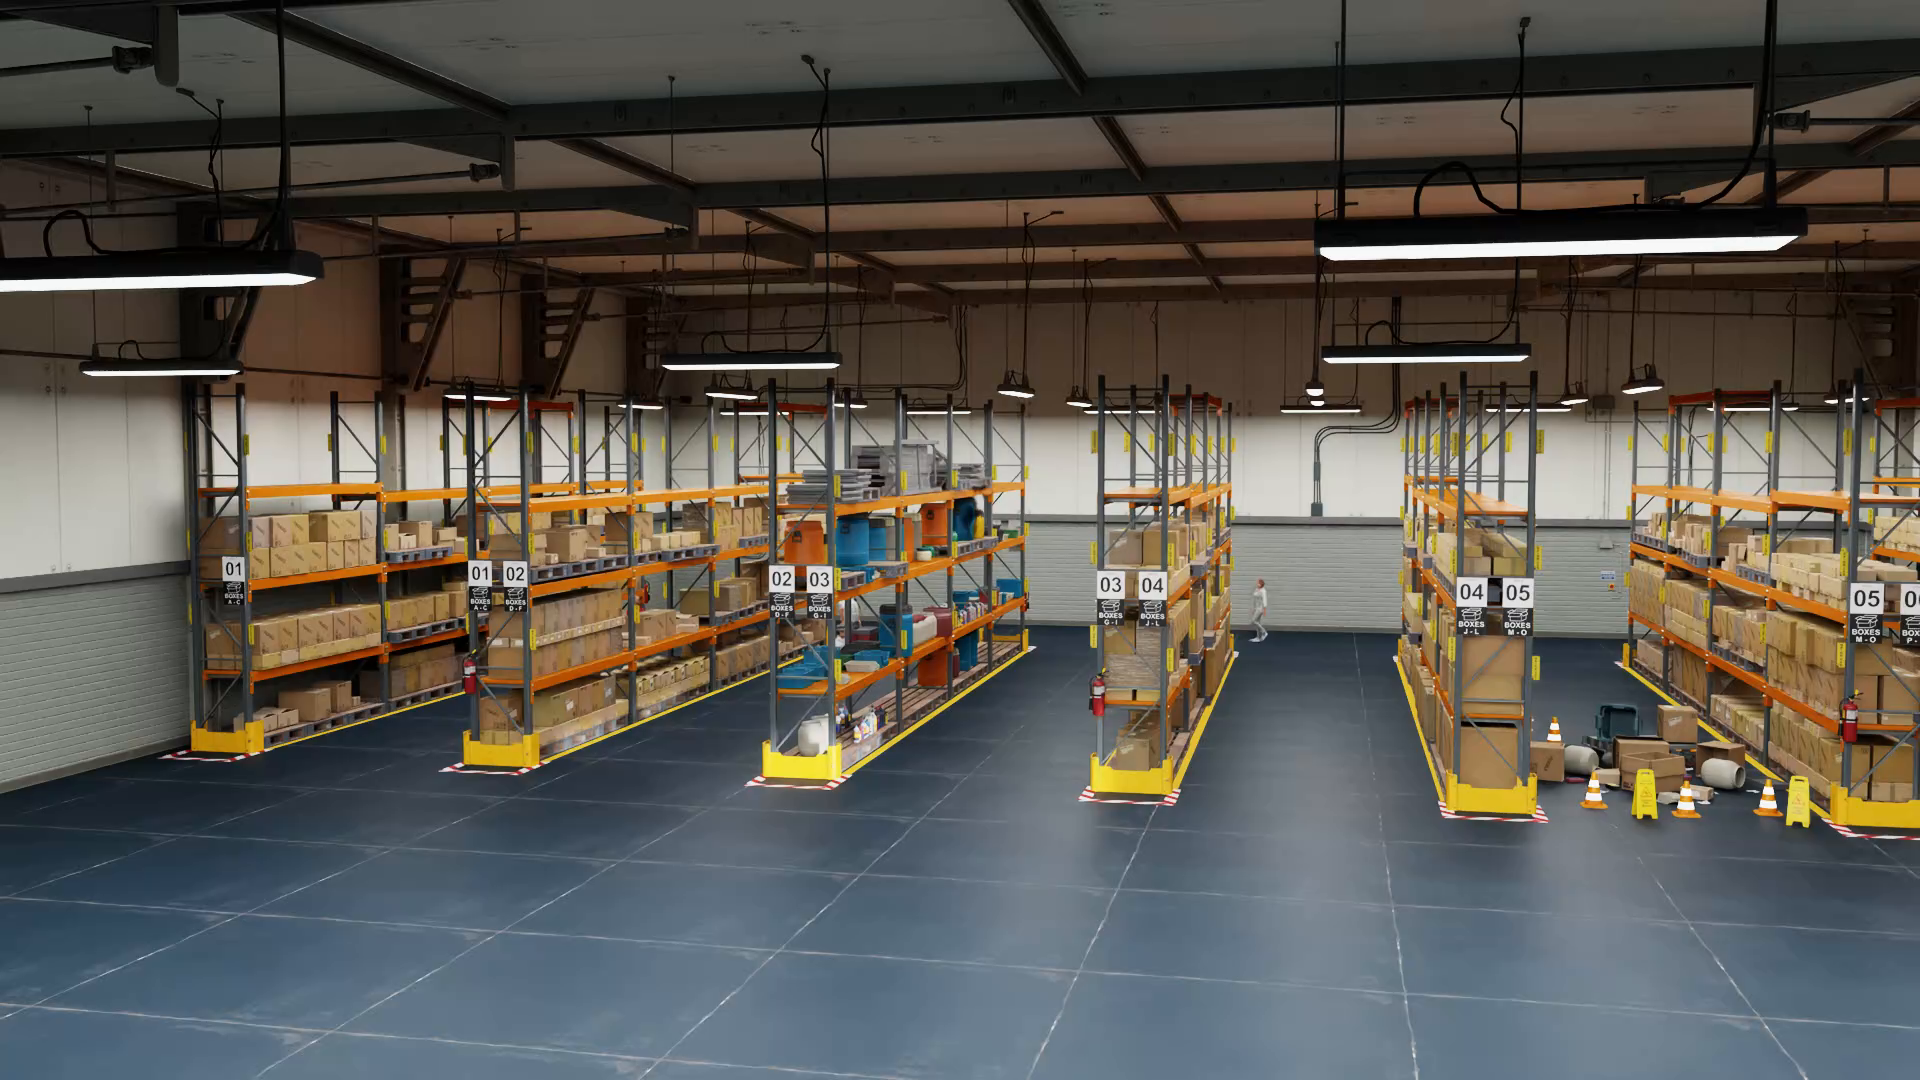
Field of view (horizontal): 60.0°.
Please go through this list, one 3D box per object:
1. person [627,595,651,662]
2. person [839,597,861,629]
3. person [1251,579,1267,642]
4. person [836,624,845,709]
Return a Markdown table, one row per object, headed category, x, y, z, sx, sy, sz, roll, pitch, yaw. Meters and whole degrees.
| category | x | y | z | sx | sy | sz | roll | pitch | yaw |
| --- | --- | --- | --- | --- | --- | --- | --- | --- | --- |
| person | -7.029 | 2.079 | 36.451 | 0.594 | 1.747 | 0.427 | -3 | 4 | -41 |
| person | -2.594 | 1.903 | 38.933 | 0.455 | 1.782 | 0.586 | 1 | 4 | 23 |
| person | 7.563 | 1.781 | 42.129 | 0.414 | 1.595 | 0.392 | 0 | 3 | -4 |
| person | -2.202 | 2.399 | 30.867 | 0.386 | 1.686 | 0.506 | 2 | 4 | 27 |
